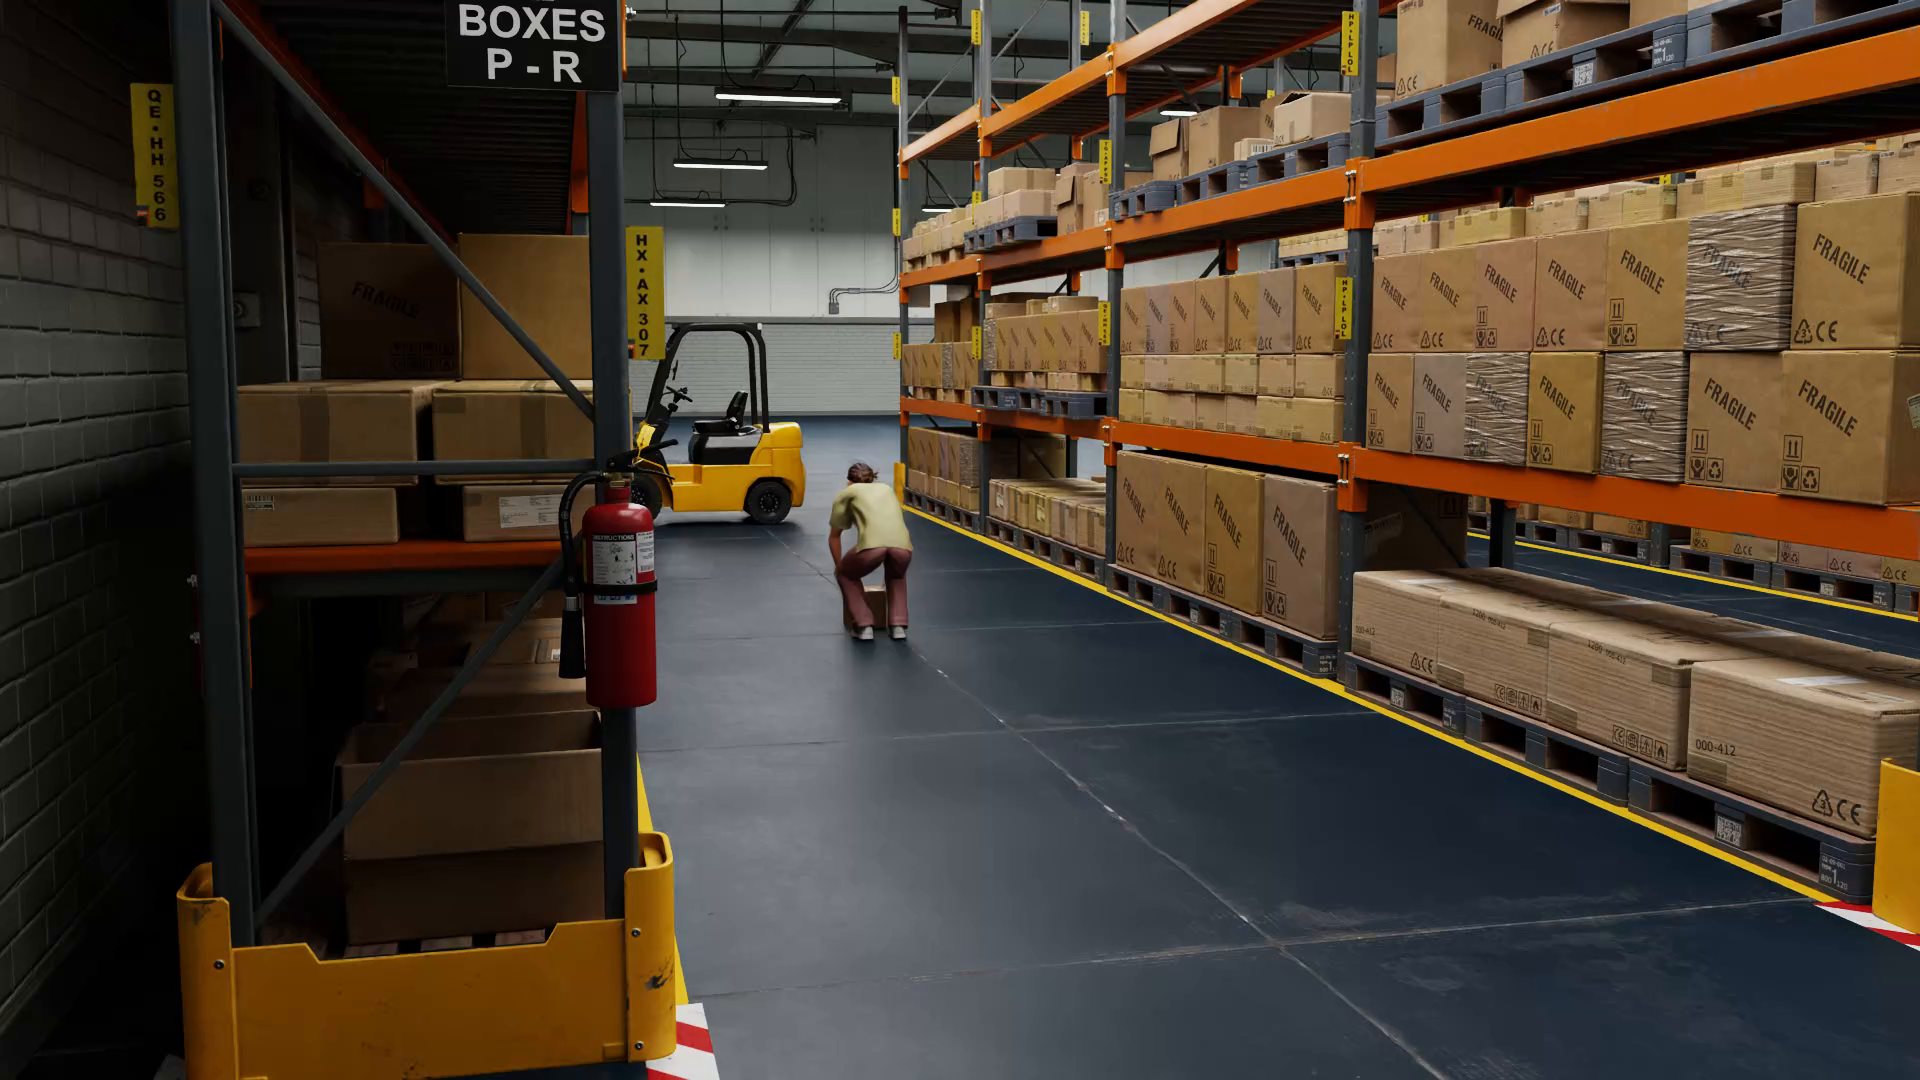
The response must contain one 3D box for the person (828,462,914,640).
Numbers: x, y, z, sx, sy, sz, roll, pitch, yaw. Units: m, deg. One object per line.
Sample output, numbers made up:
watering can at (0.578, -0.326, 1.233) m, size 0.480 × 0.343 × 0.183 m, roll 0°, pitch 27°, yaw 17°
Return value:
person at (-0.574, 0.069, 10.676) m, size 0.503 × 1.102 × 0.757 m, roll -2°, pitch 6°, yaw -14°
